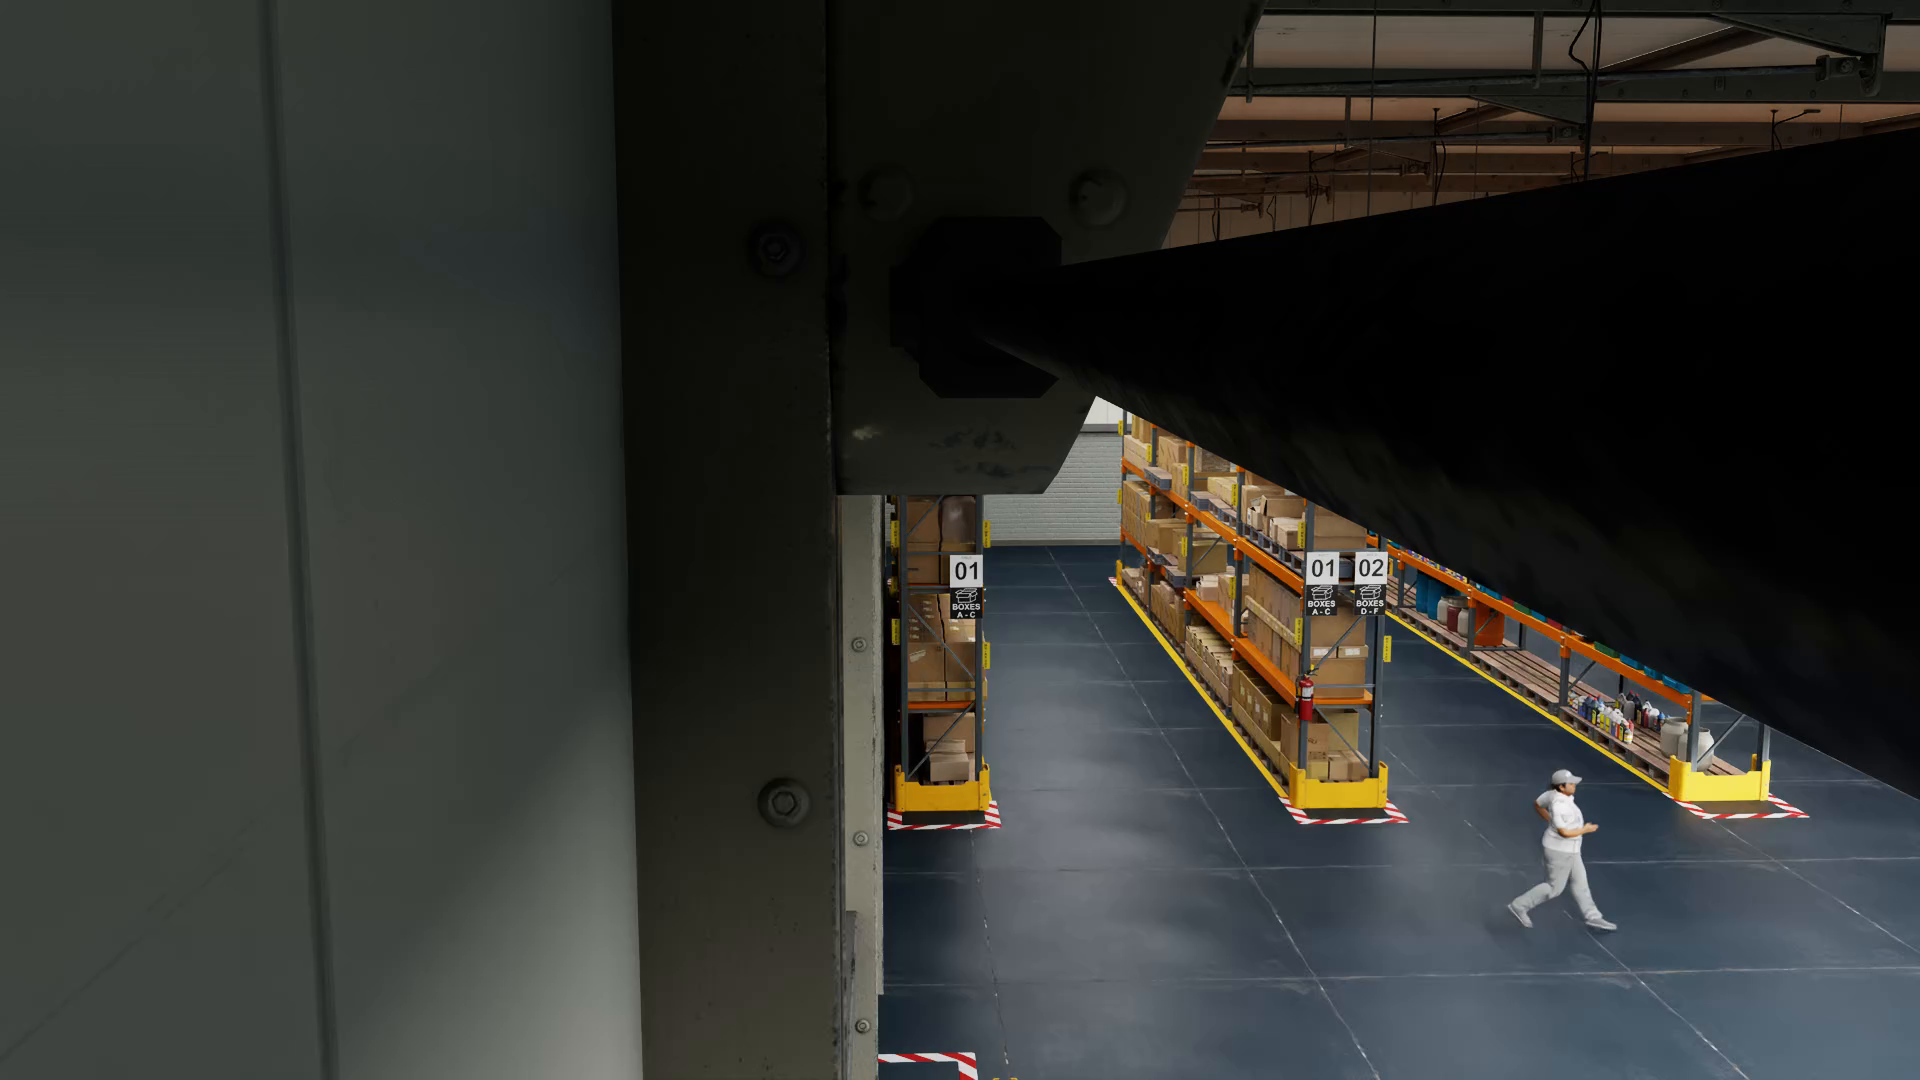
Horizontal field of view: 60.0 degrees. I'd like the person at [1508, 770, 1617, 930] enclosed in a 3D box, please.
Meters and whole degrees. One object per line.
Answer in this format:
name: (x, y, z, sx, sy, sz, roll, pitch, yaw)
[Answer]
person: (6.014, 3.068, 16.504, 1.037, 1.621, 0.613, 3, 9, 19)
